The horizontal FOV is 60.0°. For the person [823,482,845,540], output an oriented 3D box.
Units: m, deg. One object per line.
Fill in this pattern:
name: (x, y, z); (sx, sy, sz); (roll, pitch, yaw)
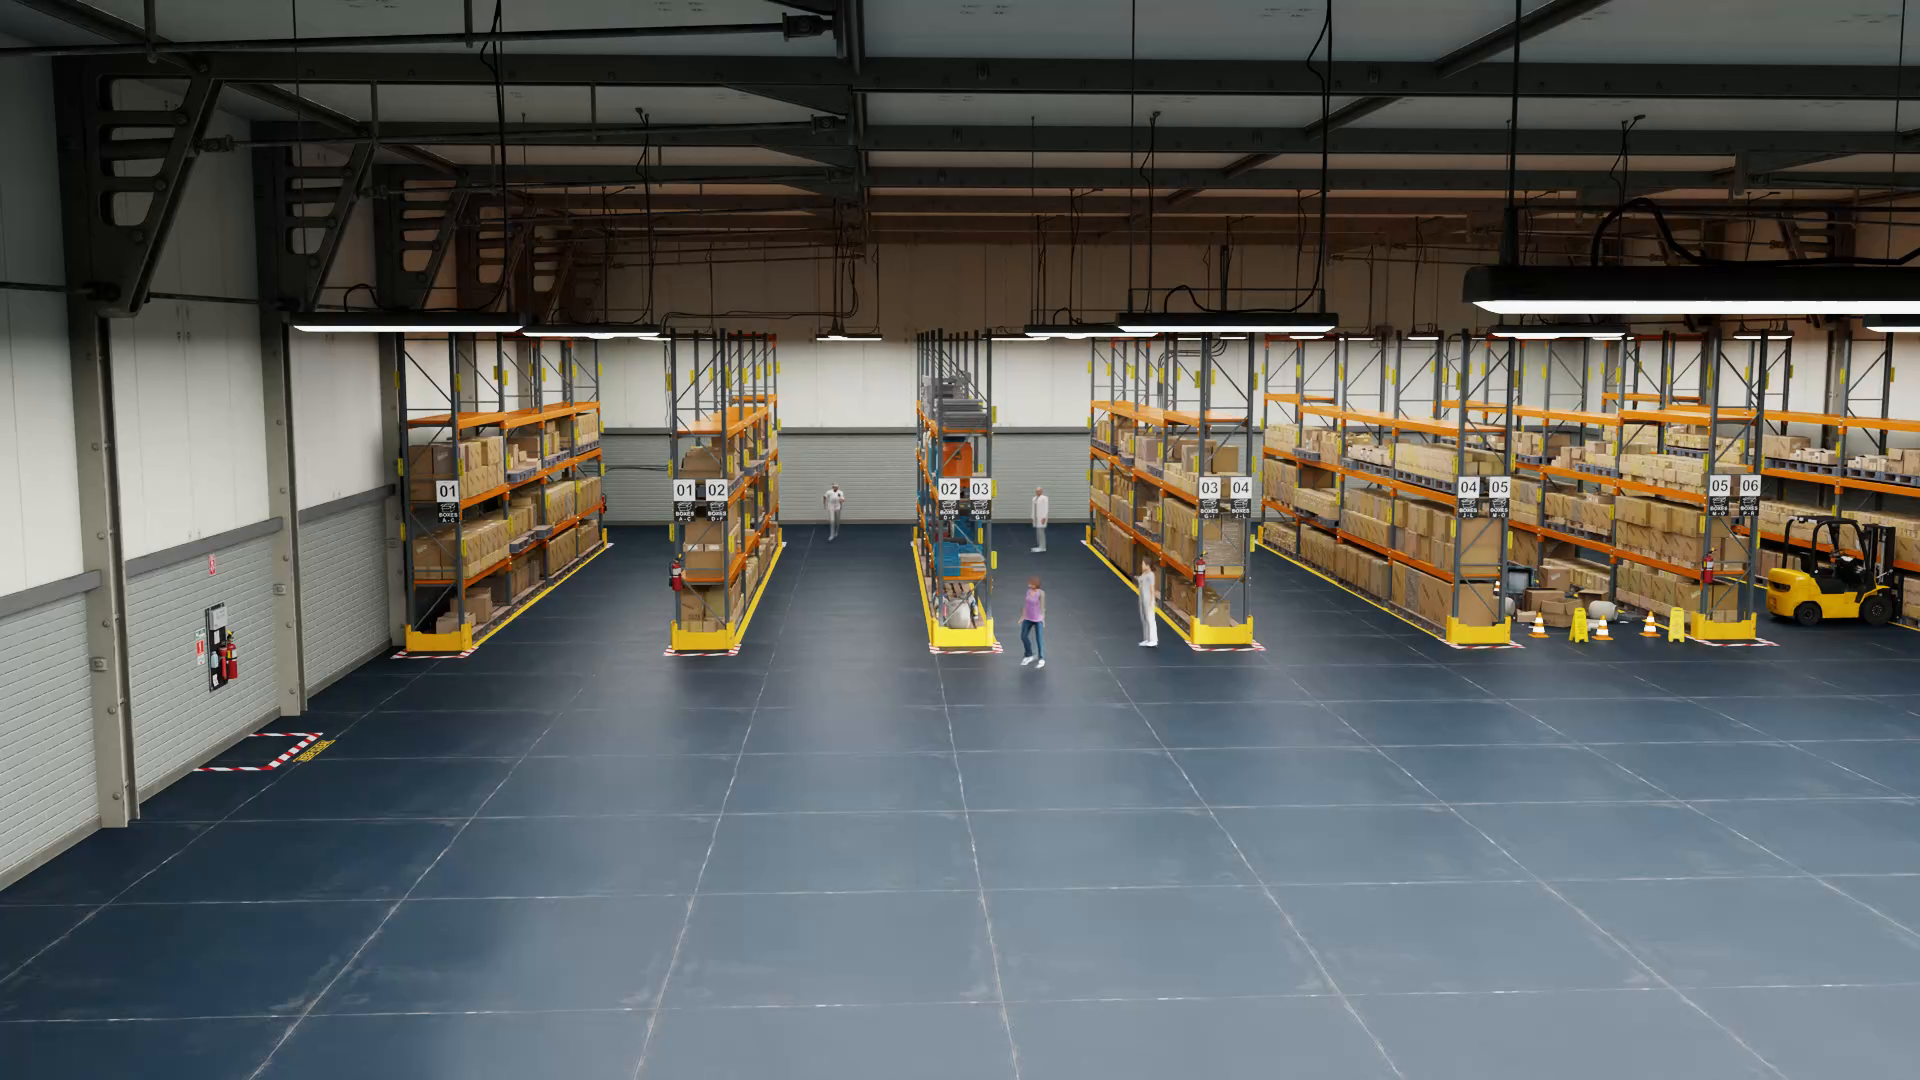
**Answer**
person: (-3.690, -0.885, 48.840); (0.628, 1.652, 0.964); (-1, 7, -8)

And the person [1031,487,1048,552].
person: (2.171, -0.577, 45.854); (0.411, 1.785, 0.604); (-4, 8, -33)

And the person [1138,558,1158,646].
person: (3.576, 1.202, 31.557); (0.375, 1.682, 0.543); (-2, 7, -16)

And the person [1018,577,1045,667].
person: (1.289, 1.440, 29.561); (0.472, 1.606, 0.334); (5, 8, 36)
